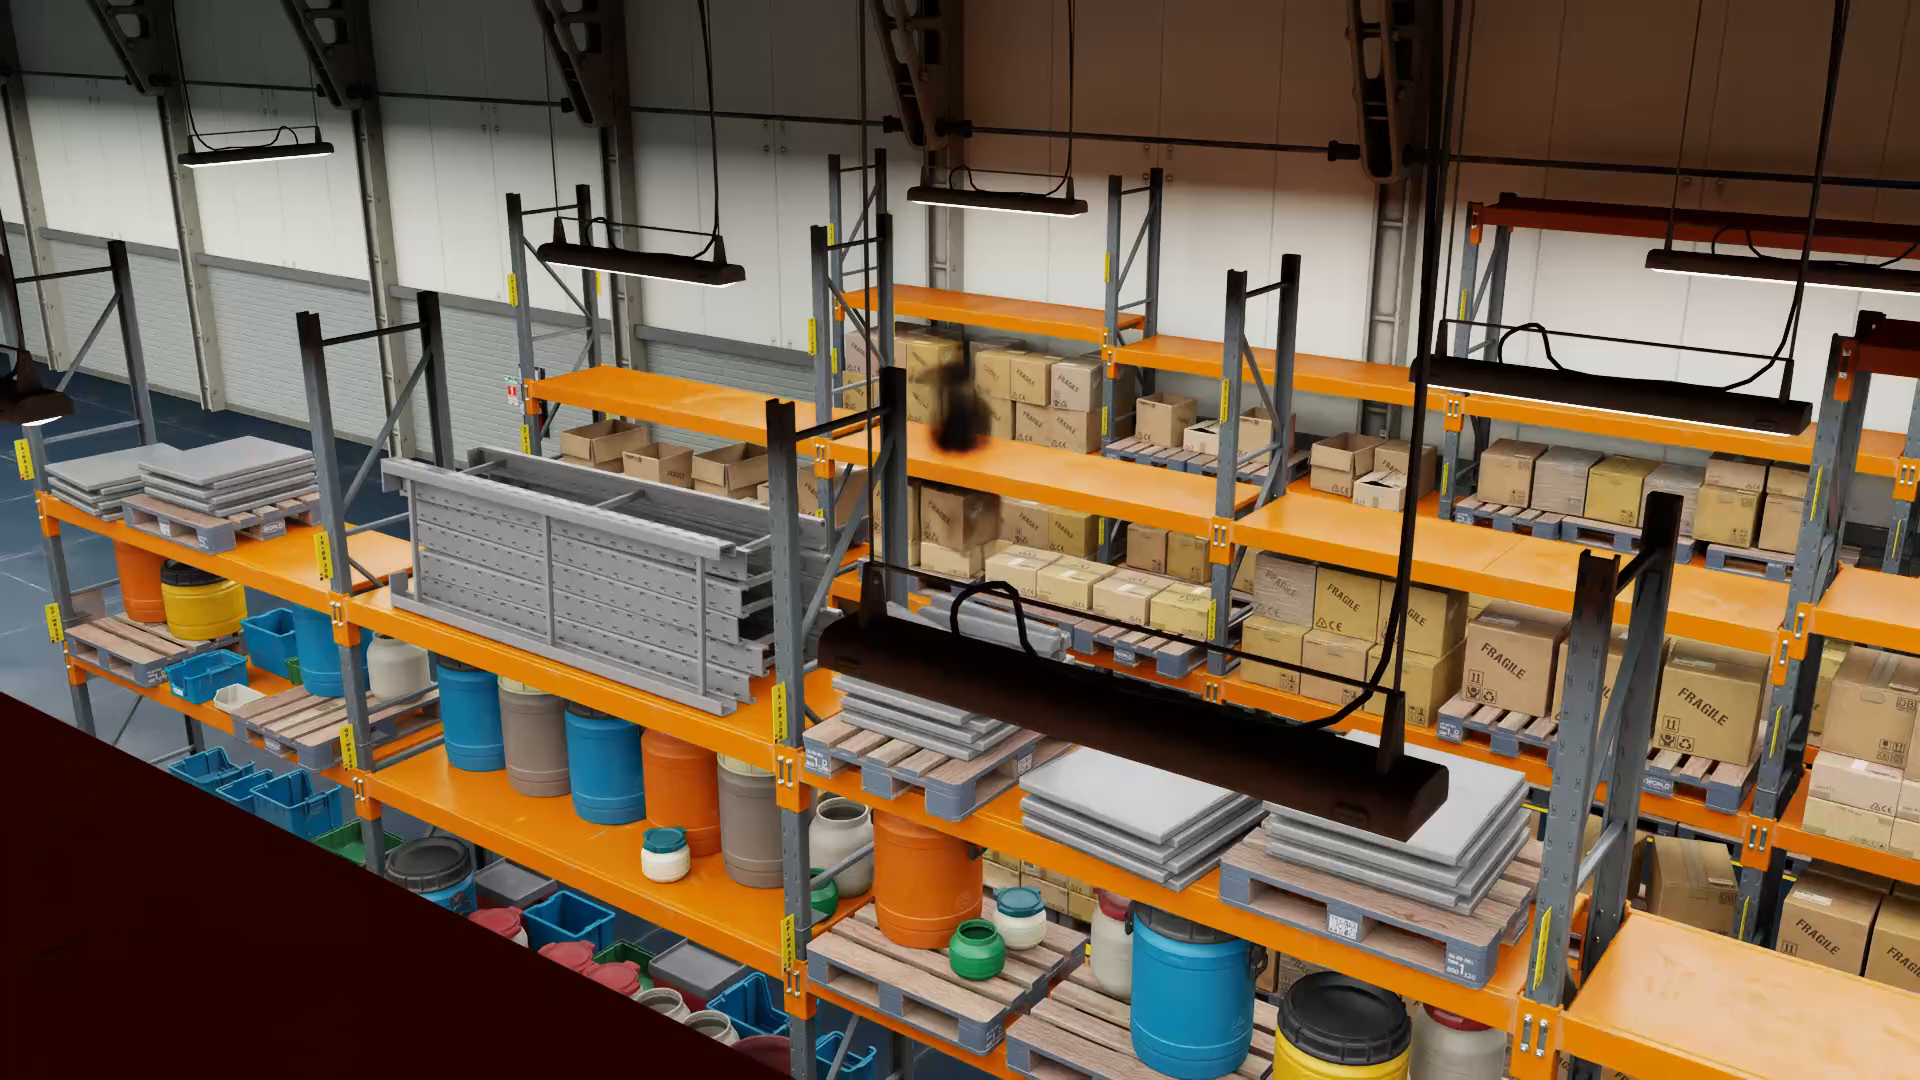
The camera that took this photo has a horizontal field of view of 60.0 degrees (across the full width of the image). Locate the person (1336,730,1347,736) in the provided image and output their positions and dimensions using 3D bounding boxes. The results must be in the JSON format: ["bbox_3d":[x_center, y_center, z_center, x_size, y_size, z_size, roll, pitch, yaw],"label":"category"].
[{"bbox_3d":[3.783,2.265,15.673,0.709,1.713,0.715,6,19,18],"label":"person"}]
